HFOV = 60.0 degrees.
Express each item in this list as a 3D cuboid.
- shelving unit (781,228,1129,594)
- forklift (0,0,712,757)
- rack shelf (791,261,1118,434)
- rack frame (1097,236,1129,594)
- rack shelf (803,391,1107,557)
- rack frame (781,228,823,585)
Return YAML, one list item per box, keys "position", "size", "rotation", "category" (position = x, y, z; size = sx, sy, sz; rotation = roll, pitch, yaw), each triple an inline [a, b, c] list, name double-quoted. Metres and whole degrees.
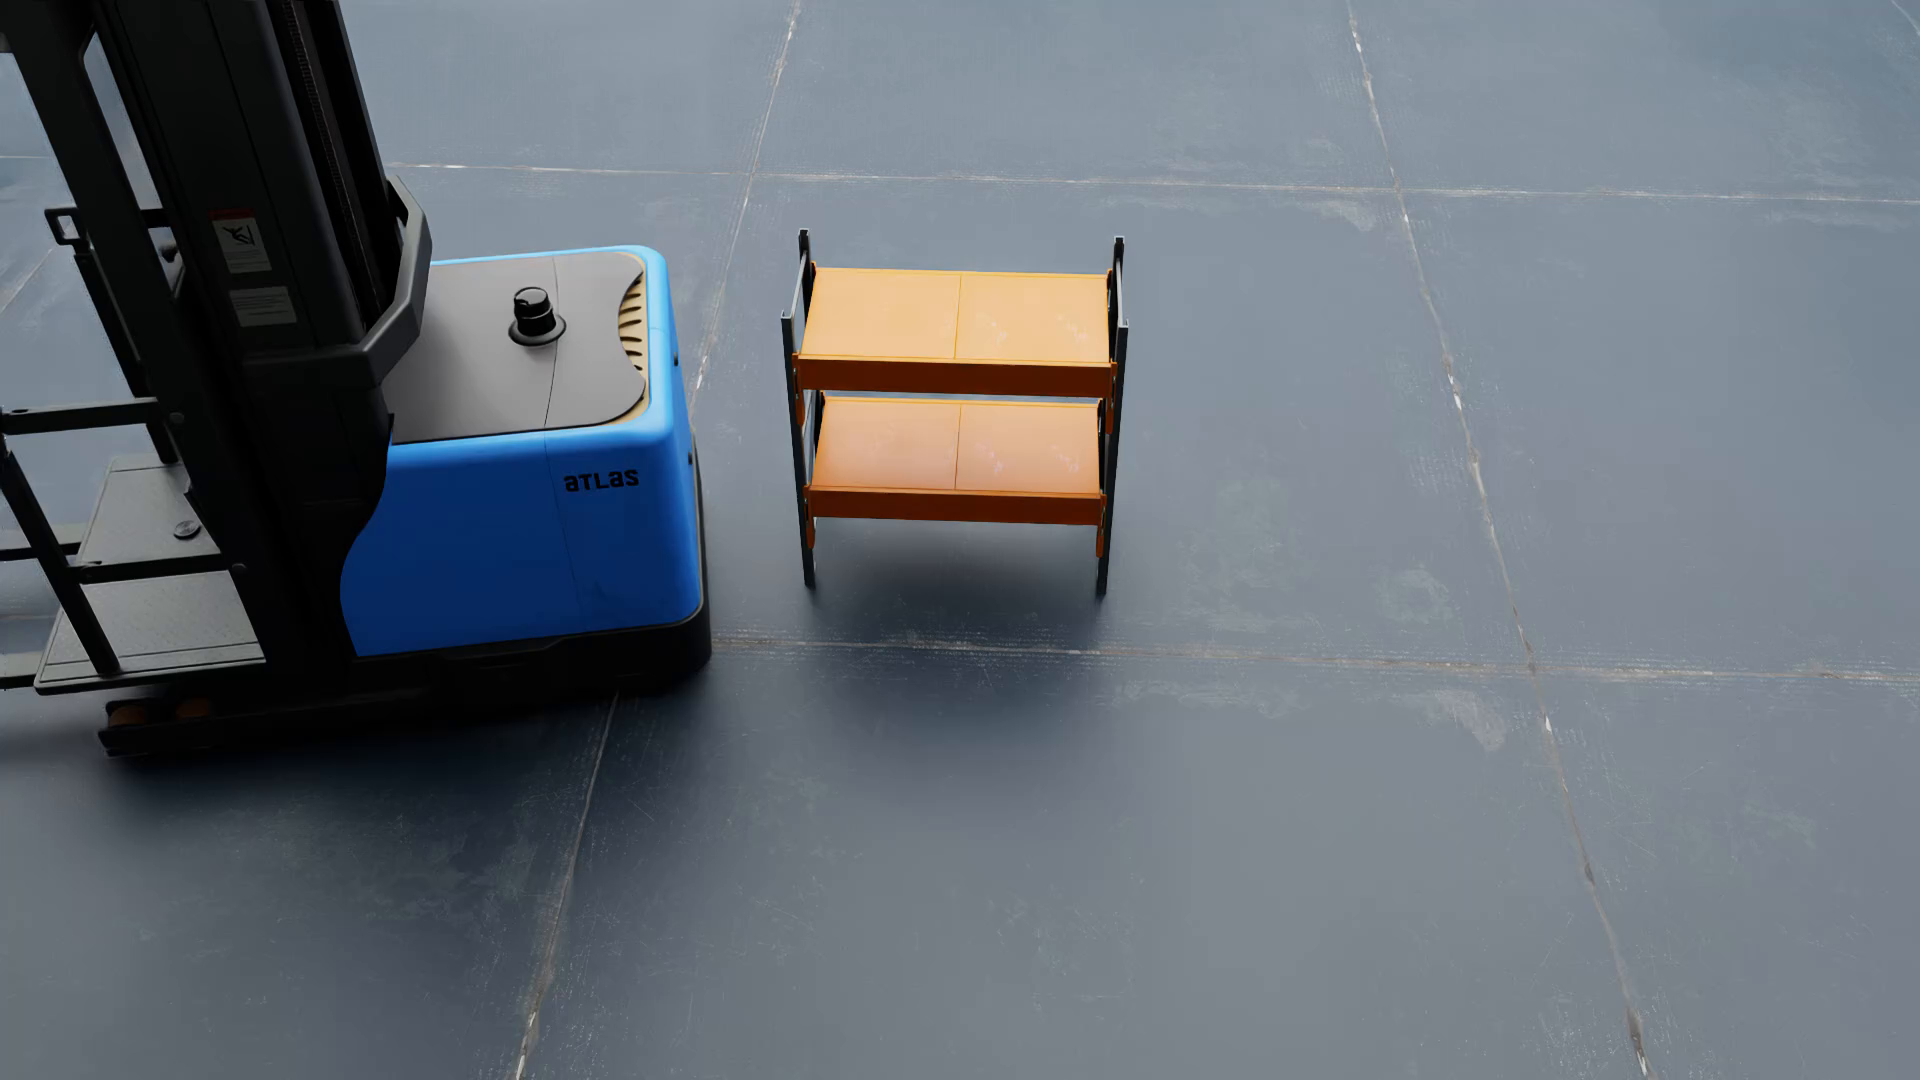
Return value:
- position: [-0.007, -0.412, 5.566]
  size: [1.048, 1.125, 0.538]
  rotation: [2, 43, 2]
  category: "shelving unit"
- position: [-2.376, -0.783, 4.639]
  size: [3.031, 2.935, 1.130]
  rotation: [-6, 43, -6]
  category: "forklift"
- position: [-0.007, -0.626, 5.366]
  size: [1.000, 0.278, 0.538]
  rotation: [2, 43, 2]
  category: "rack shelf"
- position: [0.501, -0.396, 5.549]
  size: [0.032, 1.125, 0.500]
  rotation: [2, 43, 2]
  category: "rack frame"
- position: [-0.007, -0.233, 5.732]
  size: [1.000, 0.278, 0.538]
  rotation: [2, 43, 2]
  category: "rack shelf"
- position: [-0.515, -0.427, 5.582]
  size: [0.032, 1.125, 0.500]
  rotation: [2, 43, 2]
  category: "rack frame"
